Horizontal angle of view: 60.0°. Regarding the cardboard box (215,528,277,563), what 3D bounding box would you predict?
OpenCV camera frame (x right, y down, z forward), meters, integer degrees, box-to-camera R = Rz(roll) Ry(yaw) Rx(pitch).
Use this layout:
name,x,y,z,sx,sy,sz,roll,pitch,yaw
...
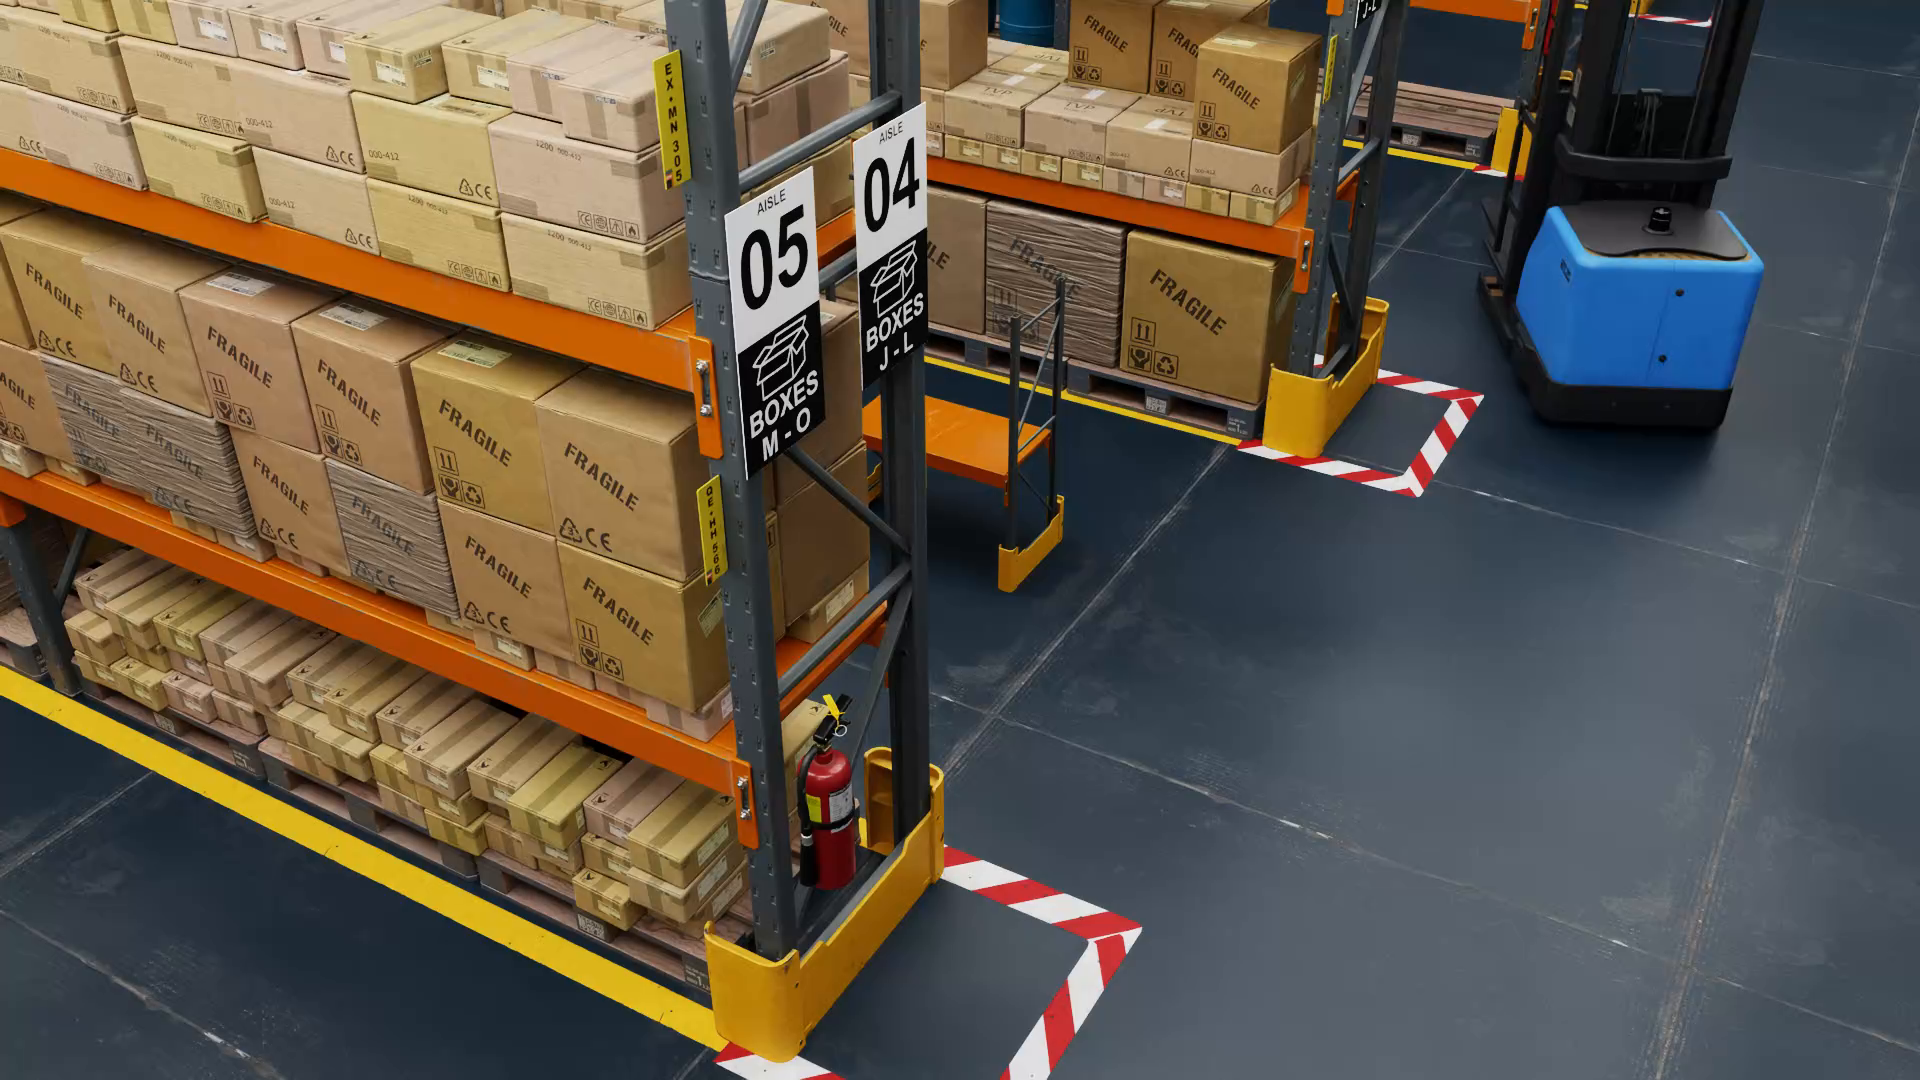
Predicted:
name,x,y,z,sx,sy,sz,roll,pitch,yaw
cardboard box,-2.635,-0.095,6.413,0.250,0.149,0.380,19,38,26

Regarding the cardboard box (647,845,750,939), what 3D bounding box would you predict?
name,x,y,z,sx,sy,sz,roll,pitch,yaw
cardboard box,-0.974,1.294,6.294,0.250,0.149,0.380,18,38,25

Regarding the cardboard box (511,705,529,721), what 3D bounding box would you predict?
name,x,y,z,sx,sy,sz,roll,pitch,yaw
cardboard box,-1.654,0.670,6.963,0.250,0.149,0.380,16,37,22

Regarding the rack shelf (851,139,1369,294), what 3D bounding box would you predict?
name,x,y,z,sx,sy,sz,roll,pitch,yaw
rack shelf,0.399,-2.283,10.121,4.000,0.370,1.077,18,37,24

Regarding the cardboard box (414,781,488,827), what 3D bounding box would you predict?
name,x,y,z,sx,sy,sz,roll,pitch,yaw
cardboard box,-1.921,0.929,6.574,0.250,0.149,0.380,18,38,25

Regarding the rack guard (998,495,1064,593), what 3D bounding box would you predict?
name,x,y,z,sx,sy,sz,roll,pitch,yaw
rack guard,0.366,0.012,8.507,0.087,0.250,0.587,18,37,24

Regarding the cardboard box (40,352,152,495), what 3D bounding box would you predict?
name,x,y,z,sx,sy,sz,roll,pitch,yaw
cardboard box,-3.148,-0.549,6.509,0.500,0.500,0.500,18,37,24

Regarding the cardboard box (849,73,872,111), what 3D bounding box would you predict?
name,x,y,z,sx,sy,sz,roll,pitch,yaw
cardboard box,-0.630,-2.799,10.114,0.500,0.250,0.500,17,37,24

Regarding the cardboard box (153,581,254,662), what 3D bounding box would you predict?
name,x,y,z,sx,sy,sz,roll,pitch,yaw
cardboard box,-3.236,0.335,7.197,0.250,0.149,0.380,17,37,24

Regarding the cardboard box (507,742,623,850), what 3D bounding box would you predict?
name,x,y,z,sx,sy,sz,roll,pitch,yaw
cardboard box,-1.476,0.960,6.258,0.250,0.149,0.380,17,37,23

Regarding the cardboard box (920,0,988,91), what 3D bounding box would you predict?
name,x,y,z,sx,sy,sz,roll,pitch,yaw
cardboard box,-0.171,-2.971,9.696,0.500,0.500,0.500,16,37,23

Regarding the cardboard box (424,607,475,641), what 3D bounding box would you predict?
name,x,y,z,sx,sy,sz,roll,pitch,yaw
cardboard box,-1.706,0.184,5.994,0.250,0.149,0.380,16,37,22

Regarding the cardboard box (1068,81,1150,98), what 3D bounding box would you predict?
name,x,y,z,sx,sy,sz,roll,pitch,yaw
cardboard box,0.964,-2.635,9.868,0.500,0.250,0.500,16,37,23

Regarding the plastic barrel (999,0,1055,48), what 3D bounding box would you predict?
name,x,y,z,sx,sy,sz,roll,pitch,yaw
plastic barrel,0.656,-4.975,15.029,0.708,0.901,0.600,18,37,24

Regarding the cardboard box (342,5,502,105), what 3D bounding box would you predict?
name,x,y,z,sx,sy,sz,roll,pitch,yaw
cardboard box,-1.520,-1.389,4.748,0.250,0.149,0.380,18,38,25

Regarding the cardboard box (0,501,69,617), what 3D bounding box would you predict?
name,x,y,z,sx,sy,sz,roll,pitch,yaw
cardboard box,-4.654,0.010,7.905,0.500,0.500,0.500,17,37,24

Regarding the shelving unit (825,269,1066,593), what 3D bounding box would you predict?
name,x,y,z,sx,sy,sz,roll,pitch,yaw
shelving unit,-0.066,-0.645,8.366,1.083,1.500,0.587,18,37,24

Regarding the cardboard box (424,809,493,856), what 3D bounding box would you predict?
name,x,y,z,sx,sy,sz,roll,pitch,yaw
cardboard box,-1.907,1.056,6.651,0.250,0.149,0.380,16,37,22

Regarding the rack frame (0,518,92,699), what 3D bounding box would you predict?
name,x,y,z,sx,sy,sz,roll,pitch,yaw
rack frame,-3.886,-0.773,7.205,0.127,3.000,1.000,18,37,24

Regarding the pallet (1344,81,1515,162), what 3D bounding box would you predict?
name,x,y,z,sx,sy,sz,roll,pitch,yaw
pallet,3.896,-3.501,13.817,1.213,0.211,1.003,18,37,24

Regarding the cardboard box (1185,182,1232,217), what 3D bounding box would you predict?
name,x,y,z,sx,sy,sz,roll,pitch,yaw
cardboard box,1.436,-1.938,9.181,0.250,0.149,0.380,18,38,25

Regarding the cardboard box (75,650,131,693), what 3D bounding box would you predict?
name,x,y,z,sx,sy,sz,roll,pitch,yaw
cardboard box,-3.730,0.493,7.496,0.250,0.149,0.380,16,37,22

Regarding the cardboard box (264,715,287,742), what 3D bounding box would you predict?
name,x,y,z,sx,sy,sz,roll,pitch,yaw
cardboard box,-2.761,0.713,7.167,0.250,0.149,0.380,16,37,22

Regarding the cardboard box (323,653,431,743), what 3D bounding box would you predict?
name,x,y,z,sx,sy,sz,roll,pitch,yaw
cardboard box,-2.346,0.627,6.758,0.250,0.149,0.380,18,38,25

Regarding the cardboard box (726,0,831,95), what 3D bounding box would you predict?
name,x,y,z,sx,sy,sz,roll,pitch,yaw
cardboard box,-0.582,-1.432,4.813,0.250,0.149,0.380,17,37,24

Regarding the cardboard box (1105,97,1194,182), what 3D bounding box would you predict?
name,x,y,z,sx,sy,sz,roll,pitch,yaw
cardboard box,1.143,-2.239,9.273,0.500,0.250,0.500,17,37,24

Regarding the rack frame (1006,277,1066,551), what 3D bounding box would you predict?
name,x,y,z,sx,sy,sz,roll,pitch,yaw
rack frame,0.367,-0.508,8.160,0.032,1.500,0.500,18,37,24

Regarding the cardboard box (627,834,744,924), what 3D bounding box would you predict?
name,x,y,z,sx,sy,sz,roll,pitch,yaw
cardboard box,-1.013,1.207,6.156,0.250,0.149,0.380,17,37,23

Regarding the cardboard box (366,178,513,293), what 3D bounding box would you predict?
name,x,y,z,sx,sy,sz,roll,pitch,yaw
cardboard box,-1.386,-0.994,4.965,0.500,0.250,0.500,18,38,24

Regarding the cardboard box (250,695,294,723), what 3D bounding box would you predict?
name,x,y,z,sx,sy,sz,roll,pitch,yaw
cardboard box,-2.777,0.607,7.057,0.250,0.149,0.380,19,38,27

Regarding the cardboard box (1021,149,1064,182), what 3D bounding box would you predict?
name,x,y,z,sx,sy,sz,roll,pitch,yaw
cardboard box,0.550,-2.219,9.602,0.250,0.149,0.380,18,38,25

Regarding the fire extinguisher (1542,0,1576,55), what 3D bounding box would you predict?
name,x,y,z,sx,sy,sz,roll,pitch,yaw
fire extinguisher,4.498,-3.968,12.409,0.183,0.674,0.296,18,37,24

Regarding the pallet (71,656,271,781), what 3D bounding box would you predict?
name,x,y,z,sx,sy,sz,roll,pitch,yaw
pallet,-3.286,0.555,7.726,1.213,0.211,1.003,18,37,24

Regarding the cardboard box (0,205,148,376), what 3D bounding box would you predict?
name,x,y,z,sx,sy,sz,roll,pitch,yaw
cardboard box,-3.158,-0.978,6.252,0.500,0.500,0.500,16,37,23

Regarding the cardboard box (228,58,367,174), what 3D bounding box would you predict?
name,x,y,z,sx,sy,sz,roll,pitch,yaw
cardboard box,-1.828,-1.354,5.055,0.500,0.250,0.500,18,38,25

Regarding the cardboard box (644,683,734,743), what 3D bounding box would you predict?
name,x,y,z,sx,sy,sz,roll,pitch,yaw
cardboard box,-0.837,0.478,5.553,0.250,0.149,0.380,18,38,24

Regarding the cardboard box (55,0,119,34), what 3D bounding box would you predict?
name,x,y,z,sx,sy,sz,roll,pitch,yaw
cardboard box,-2.637,-1.752,5.293,0.250,0.149,0.380,20,38,27

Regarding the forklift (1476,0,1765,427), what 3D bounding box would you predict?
name,x,y,z,sx,sy,sz,roll,pitch,yaw
forklift,4.014,-2.664,10.107,1.130,2.935,3.031,2,34,3

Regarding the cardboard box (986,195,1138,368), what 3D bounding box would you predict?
name,x,y,z,sx,sy,sz,roll,pitch,yaw
cardboard box,0.750,-1.711,10.151,0.875,0.875,0.875,18,37,24

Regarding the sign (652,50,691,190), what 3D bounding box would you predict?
name,x,y,z,sx,sy,sz,roll,pitch,yaw
sign,-0.706,-1.029,4.084,0.005,0.325,0.100,18,37,24

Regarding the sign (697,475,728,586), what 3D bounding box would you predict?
name,x,y,z,sx,sy,sz,roll,pitch,yaw
sign,-0.706,-0.025,4.752,0.005,0.325,0.100,18,37,24

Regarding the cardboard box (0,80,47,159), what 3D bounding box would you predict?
name,x,y,z,sx,sy,sz,roll,pitch,yaw
cardboard box,-3.176,-1.572,5.833,0.500,0.250,0.500,17,37,24

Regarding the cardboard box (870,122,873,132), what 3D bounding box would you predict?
name,x,y,z,sx,sy,sz,roll,pitch,yaw
cardboard box,-0.337,-2.500,10.025,0.250,0.149,0.380,17,37,24

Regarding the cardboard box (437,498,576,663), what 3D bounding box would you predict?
name,x,y,z,sx,sy,sz,roll,pitch,yaw
cardboard box,-1.376,0.017,5.659,0.500,0.500,0.500,17,37,24

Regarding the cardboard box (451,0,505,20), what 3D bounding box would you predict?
name,x,y,z,sx,sy,sz,roll,pitch,yaw
cardboard box,-1.480,-1.708,5.227,0.250,0.149,0.380,19,38,26

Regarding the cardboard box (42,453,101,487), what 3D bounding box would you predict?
name,x,y,z,sx,sy,sz,roll,pitch,yaw
cardboard box,-3.542,-0.398,6.868,0.250,0.149,0.380,19,38,26

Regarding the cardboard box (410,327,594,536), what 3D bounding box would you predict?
name,x,y,z,sx,sy,sz,roll,pitch,yaw
cardboard box,-1.374,-0.400,5.384,0.500,0.500,0.500,16,37,23

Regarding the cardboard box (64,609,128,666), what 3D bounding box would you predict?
name,x,y,z,sx,sy,sz,roll,pitch,yaw
cardboard box,-3.730,0.368,7.415,0.250,0.149,0.380,19,38,26

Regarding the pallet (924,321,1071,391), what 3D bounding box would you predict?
name,x,y,z,sx,sy,sz,roll,pitch,yaw
pallet,0.347,-1.390,10.647,1.213,0.211,1.003,18,37,24

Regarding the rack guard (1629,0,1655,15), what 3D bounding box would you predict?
name,x,y,z,sx,sy,sz,roll,pitch,yaw
rack guard,6.988,-5.779,16.977,0.348,0.500,1.175,18,37,24
